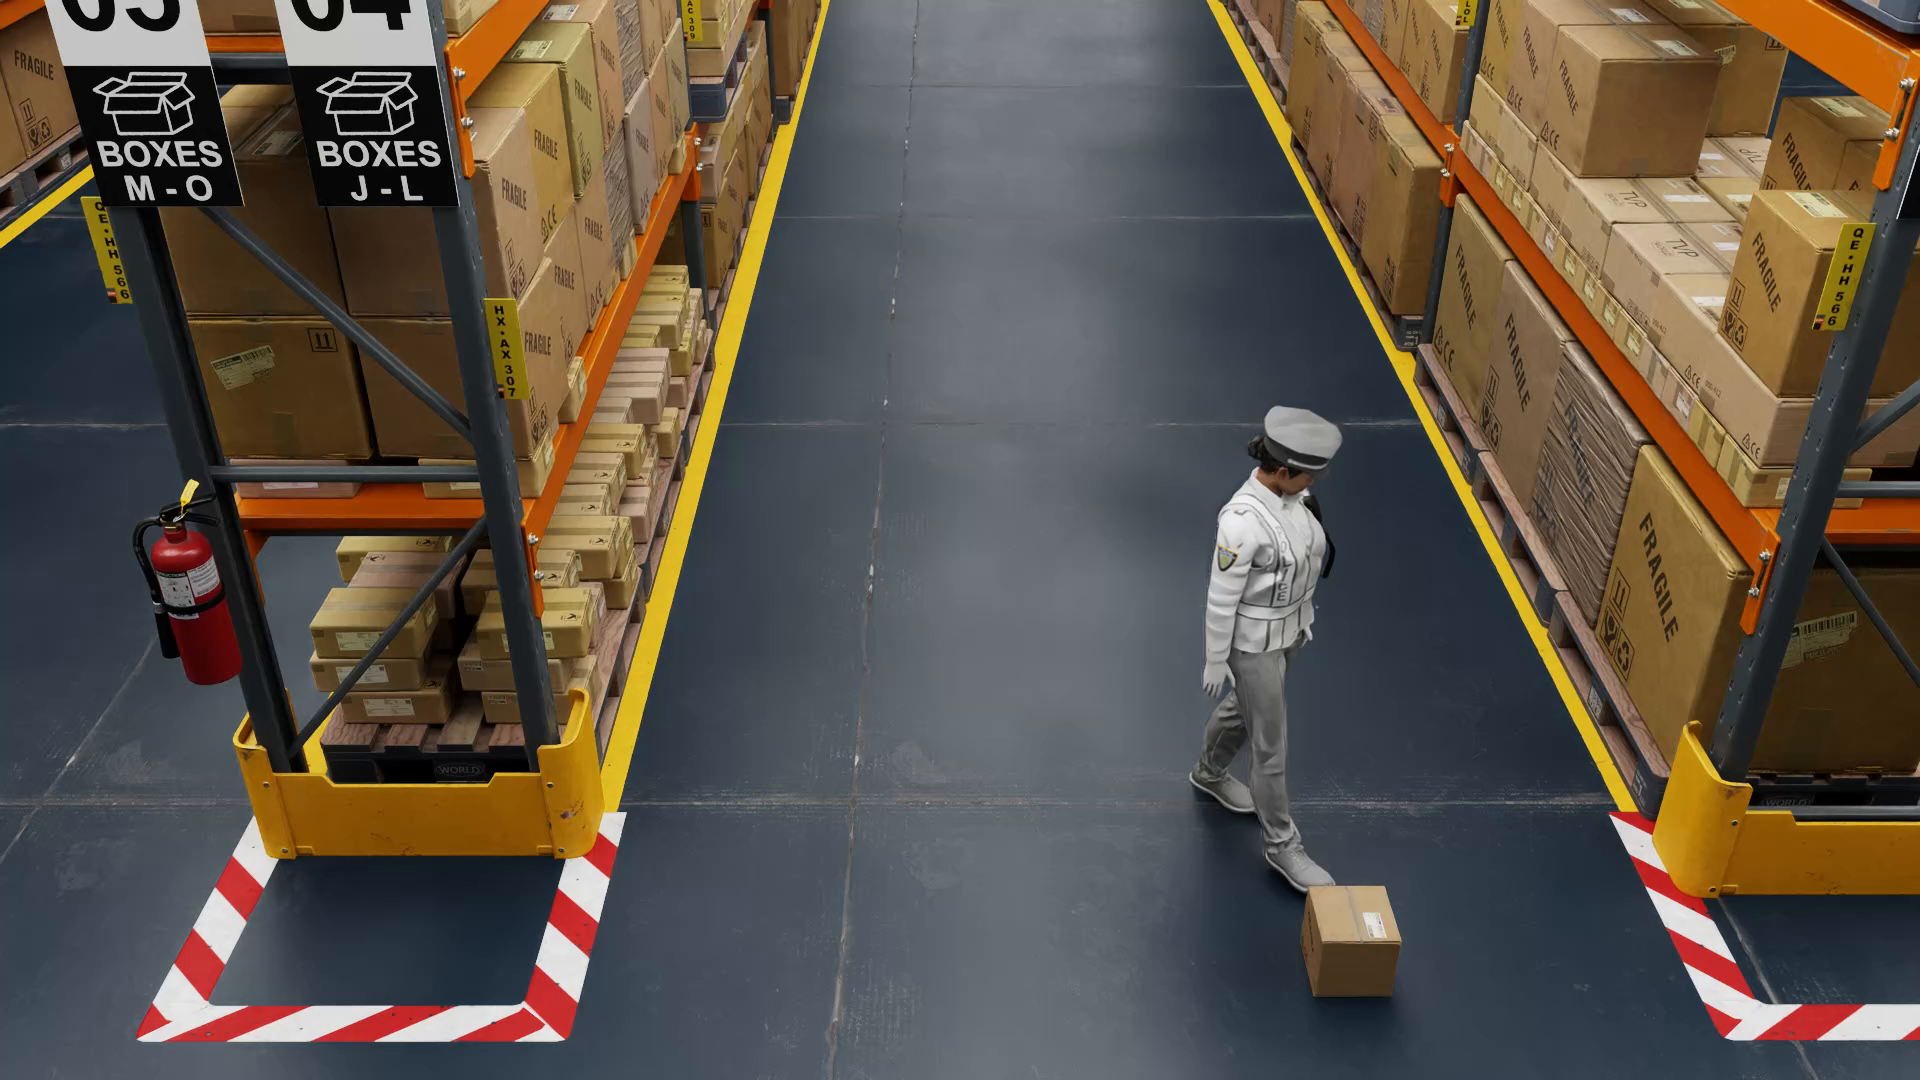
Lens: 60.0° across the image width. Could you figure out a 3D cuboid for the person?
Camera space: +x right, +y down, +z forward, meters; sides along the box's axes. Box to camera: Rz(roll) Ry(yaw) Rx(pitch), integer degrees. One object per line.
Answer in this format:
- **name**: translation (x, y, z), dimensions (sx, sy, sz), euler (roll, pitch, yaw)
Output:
- **person**: translation (1.095, 0.346, 5.543), dimensions (0.704, 1.649, 0.524), euler (22, 38, 31)
